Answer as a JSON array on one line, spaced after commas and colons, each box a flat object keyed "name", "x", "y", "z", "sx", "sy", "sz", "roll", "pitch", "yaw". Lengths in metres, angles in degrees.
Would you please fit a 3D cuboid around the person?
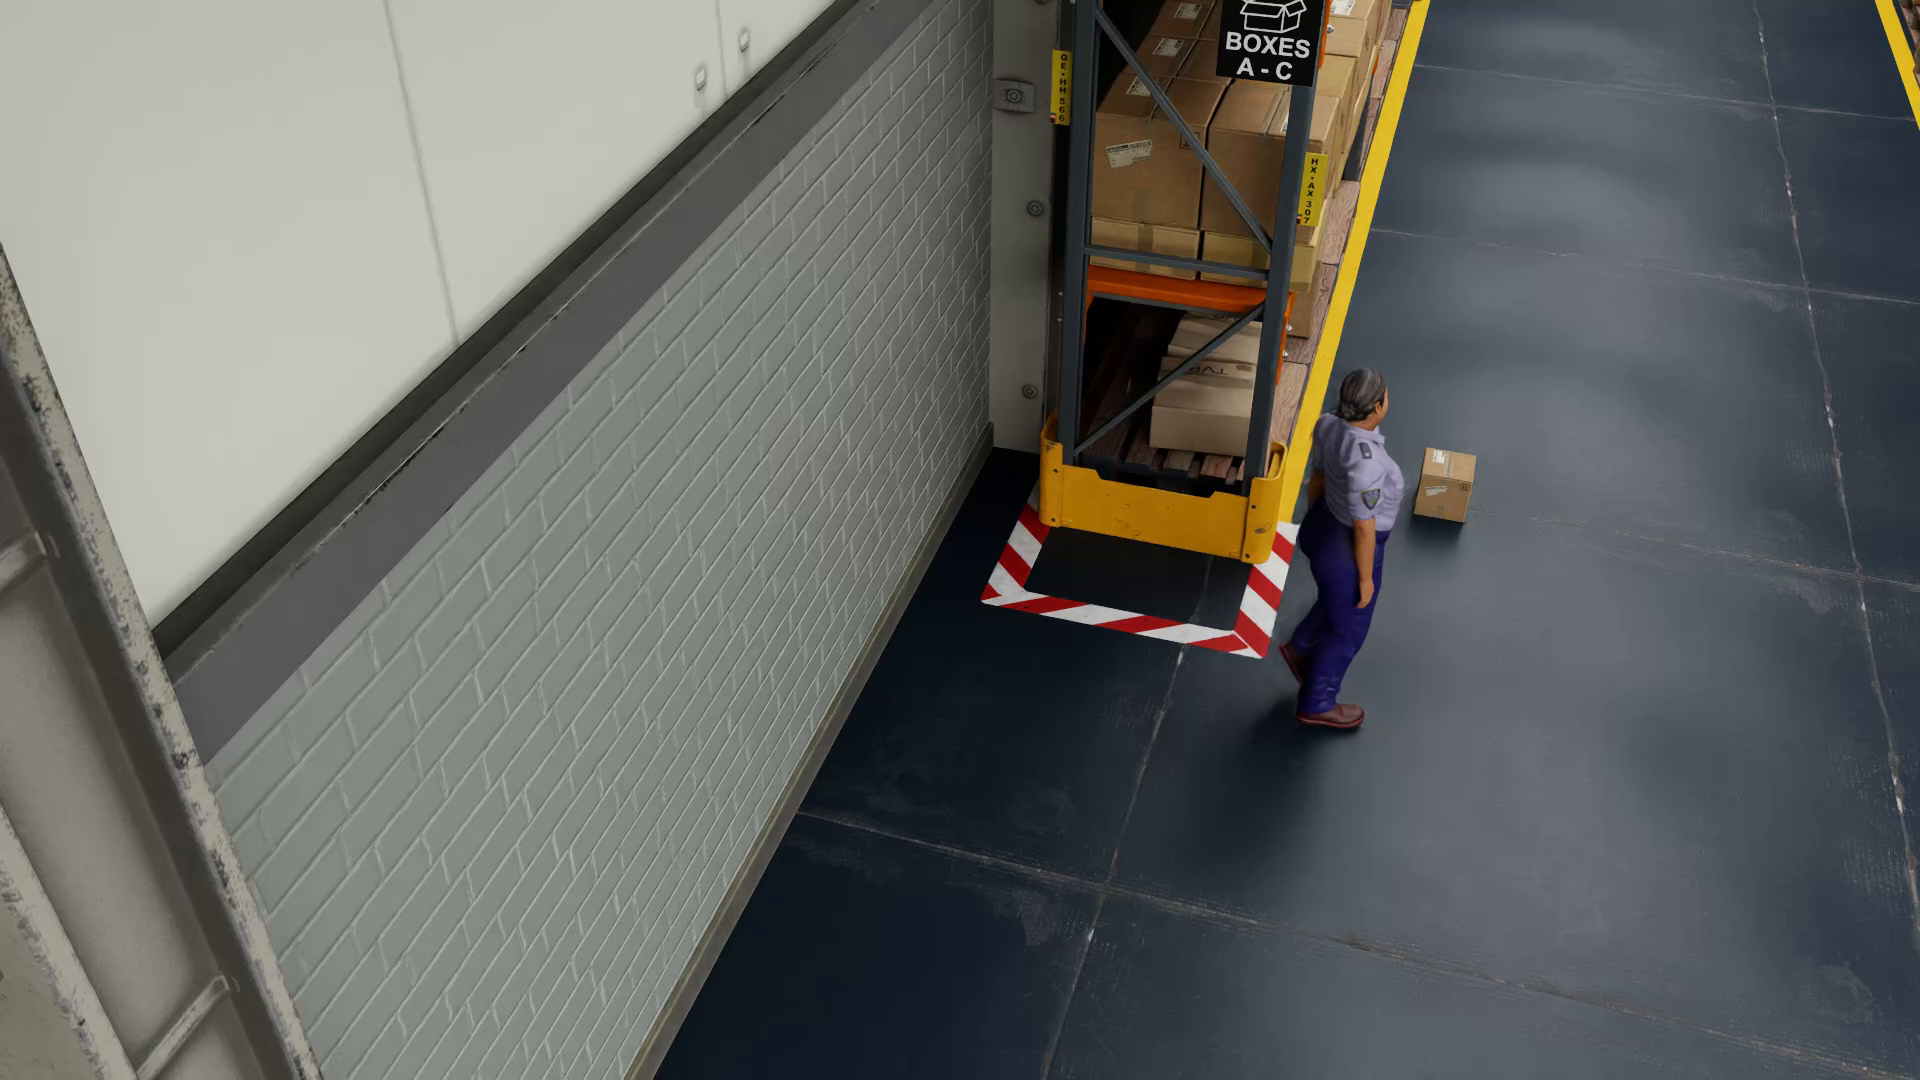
[{"name": "person", "x": 1.618, "y": 0.029, "z": 6.846, "sx": 0.431, "sy": 1.628, "sz": 0.536, "roll": -5, "pitch": 38, "yaw": -6}]
